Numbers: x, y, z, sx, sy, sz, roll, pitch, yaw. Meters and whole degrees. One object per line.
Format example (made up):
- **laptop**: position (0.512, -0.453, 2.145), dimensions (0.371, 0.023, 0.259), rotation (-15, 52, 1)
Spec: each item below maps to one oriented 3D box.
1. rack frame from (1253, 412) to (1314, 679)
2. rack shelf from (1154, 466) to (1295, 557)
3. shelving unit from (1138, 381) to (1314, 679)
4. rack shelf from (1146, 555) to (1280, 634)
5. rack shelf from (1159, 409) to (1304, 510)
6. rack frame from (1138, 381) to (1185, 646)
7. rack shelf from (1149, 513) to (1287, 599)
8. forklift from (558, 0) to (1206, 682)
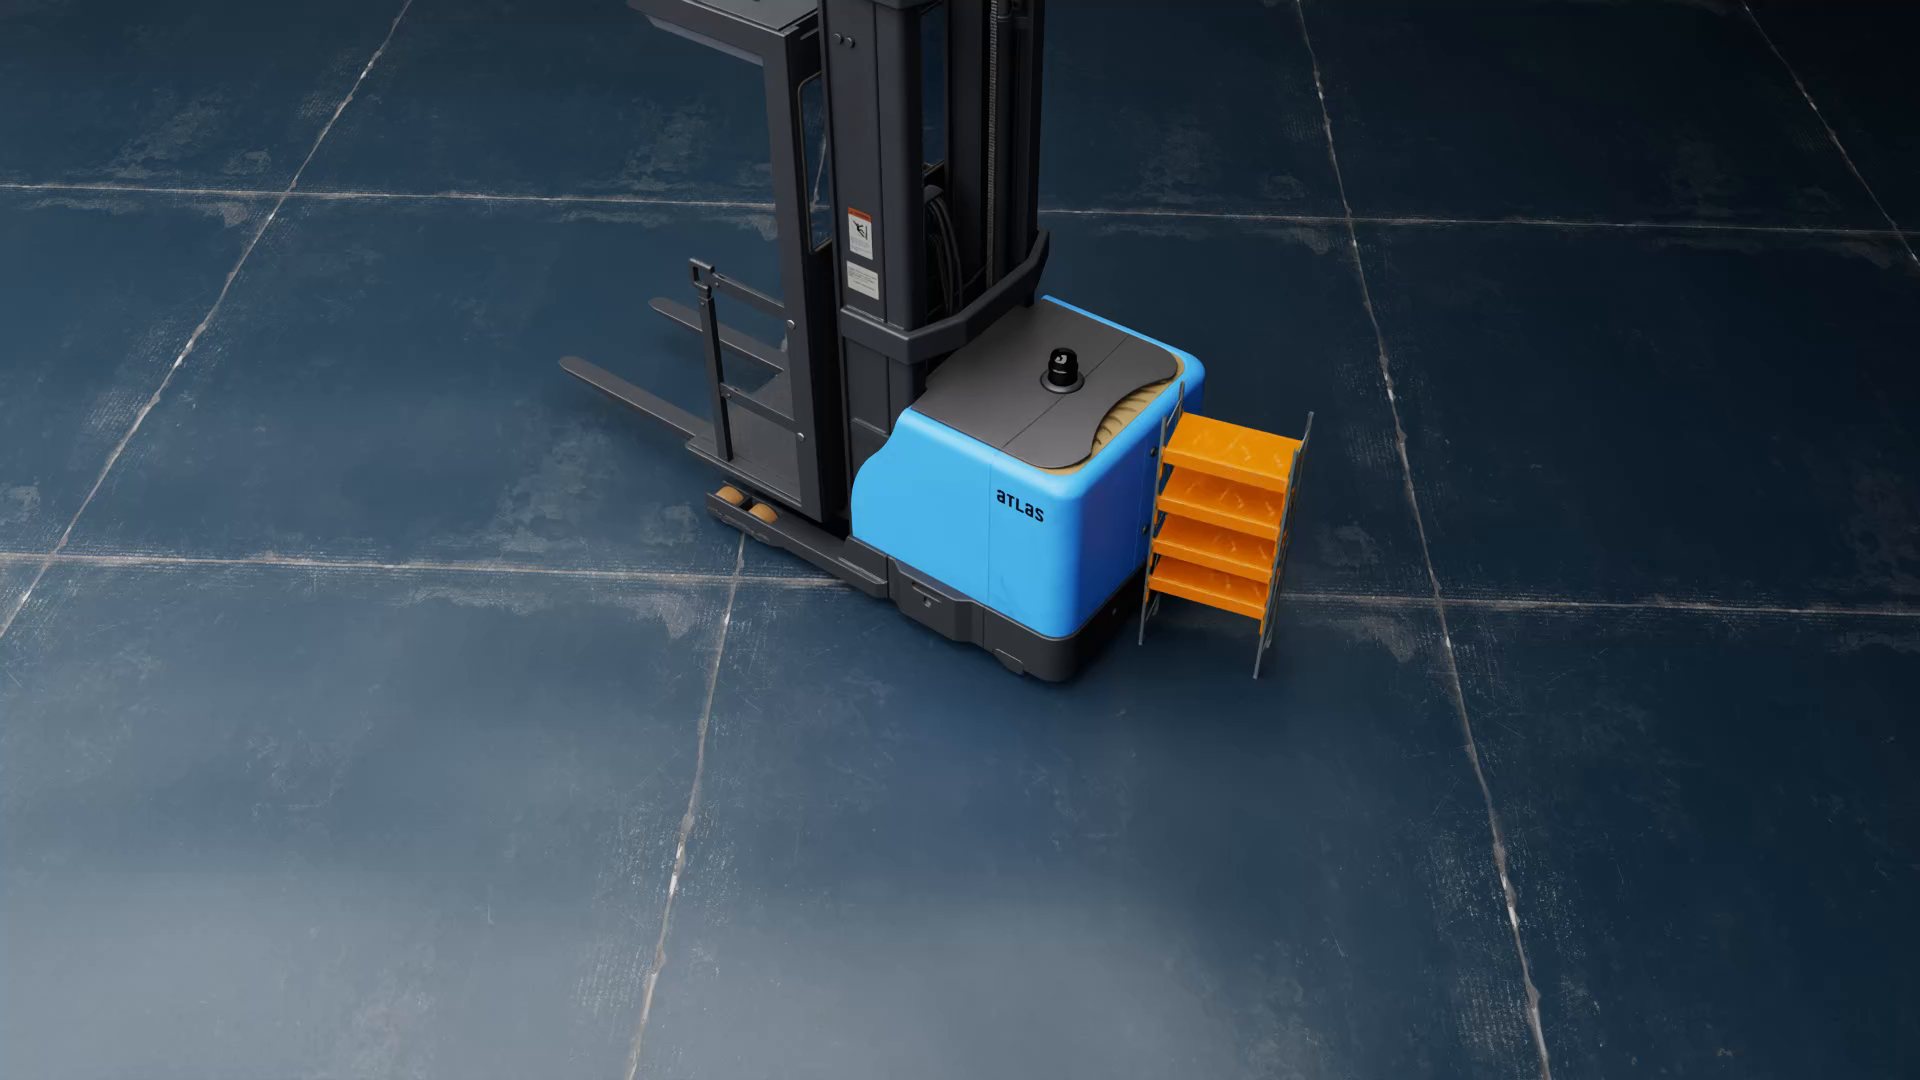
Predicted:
- **rack frame**: position (1.240, 0.047, 6.404), dimensions (0.015, 1.200, 0.240), rotation (16, 45, 16)
- **rack shelf**: position (1.015, -0.131, 6.366), dimensions (0.480, 0.148, 0.258), rotation (16, 45, 16)
- **shelving unit**: position (1.015, -0.017, 6.473), dimensions (0.503, 1.200, 0.258), rotation (16, 45, 16)
- **rack shelf**: position (1.015, 0.178, 6.654), dimensions (0.480, 0.148, 0.258), rotation (16, 45, 16)
- **rack shelf**: position (1.015, -0.304, 6.205), dimensions (0.480, 0.148, 0.258), rotation (16, 45, 16)
- **rack frame**: position (0.789, -0.080, 6.541), dimensions (0.015, 1.200, 0.240), rotation (16, 45, 16)
- **rack shelf**: position (1.015, 0.033, 6.519), dimensions (0.480, 0.148, 0.258), rotation (16, 45, 16)
- **forklift**: position (-0.504, -1.327, 6.610), dimensions (3.031, 2.935, 1.130), rotation (27, 49, 26)
